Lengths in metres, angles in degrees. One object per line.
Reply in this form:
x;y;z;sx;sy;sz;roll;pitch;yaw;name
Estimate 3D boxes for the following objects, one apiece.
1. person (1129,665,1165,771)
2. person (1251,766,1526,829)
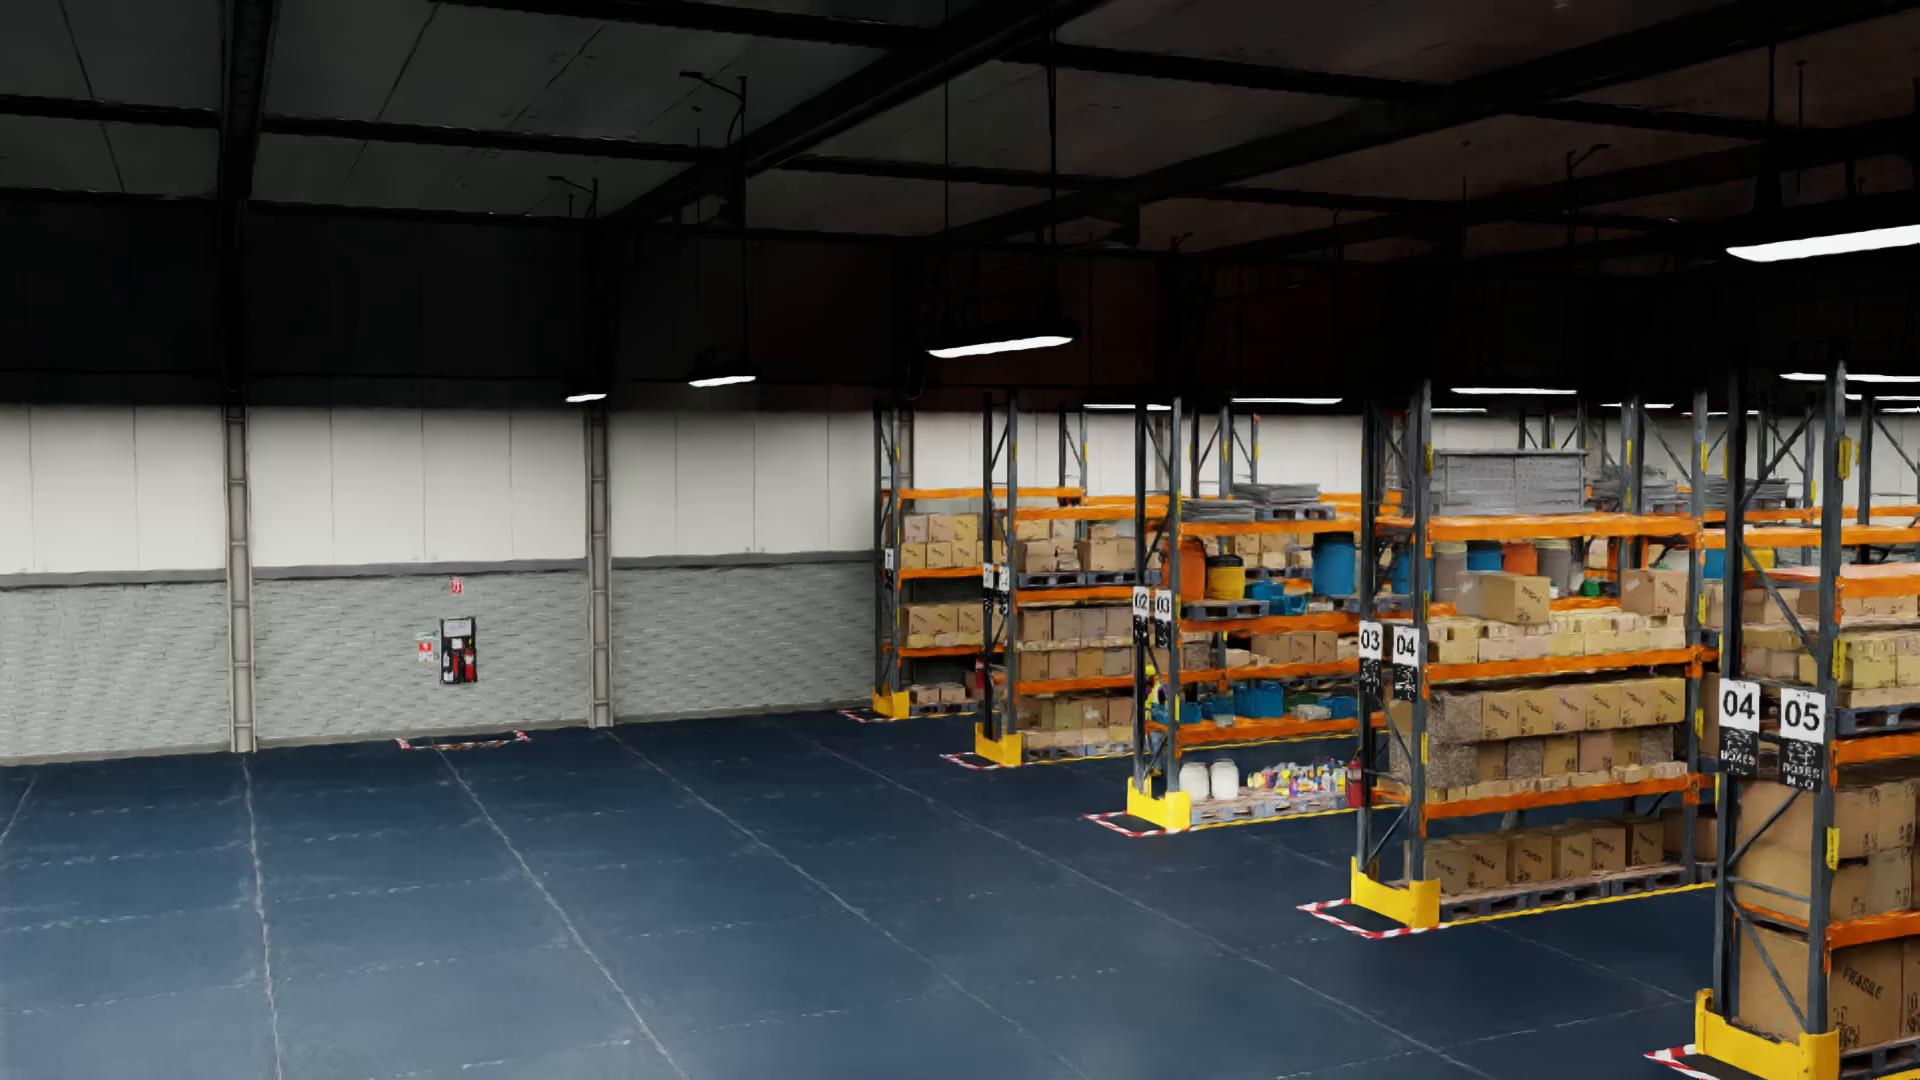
3.026;2.757;25.998;0.796;1.634;0.697;-3;5;-44;person
5.669;3.051;22.361;4.251;1.600;1.234;2;4;34;person
